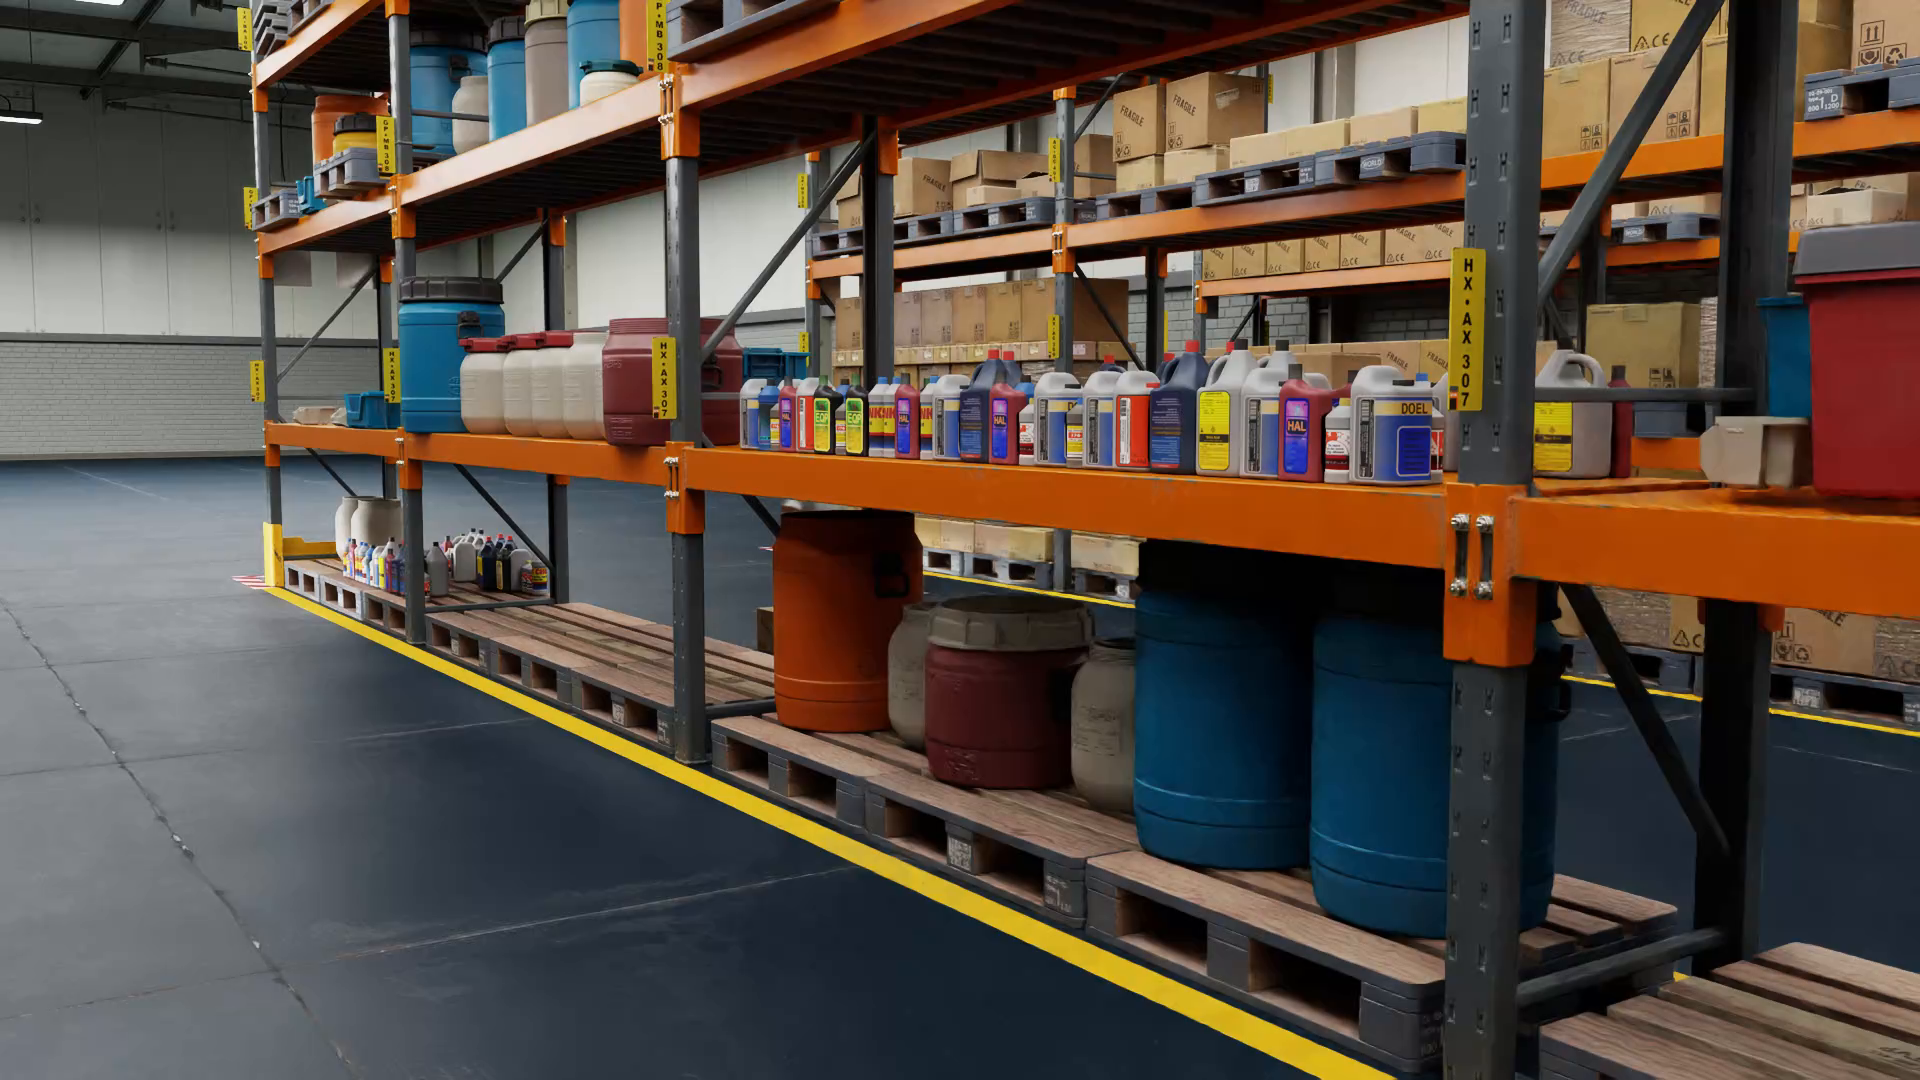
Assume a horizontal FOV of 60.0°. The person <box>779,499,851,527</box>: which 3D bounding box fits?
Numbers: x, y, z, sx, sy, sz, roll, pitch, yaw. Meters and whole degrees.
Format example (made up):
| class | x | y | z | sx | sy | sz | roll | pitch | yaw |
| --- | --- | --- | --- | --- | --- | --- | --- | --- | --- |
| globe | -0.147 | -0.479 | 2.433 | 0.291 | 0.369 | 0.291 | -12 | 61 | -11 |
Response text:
| class | x | y | z | sx | sy | sz | roll | pitch | yaw |
| --- | --- | --- | --- | --- | --- | --- | --- | --- | --- |
| person | -0.825 | -0.073 | 9.495 | 0.423 | 1.551 | 0.368 | -3 | 6 | -32 |
